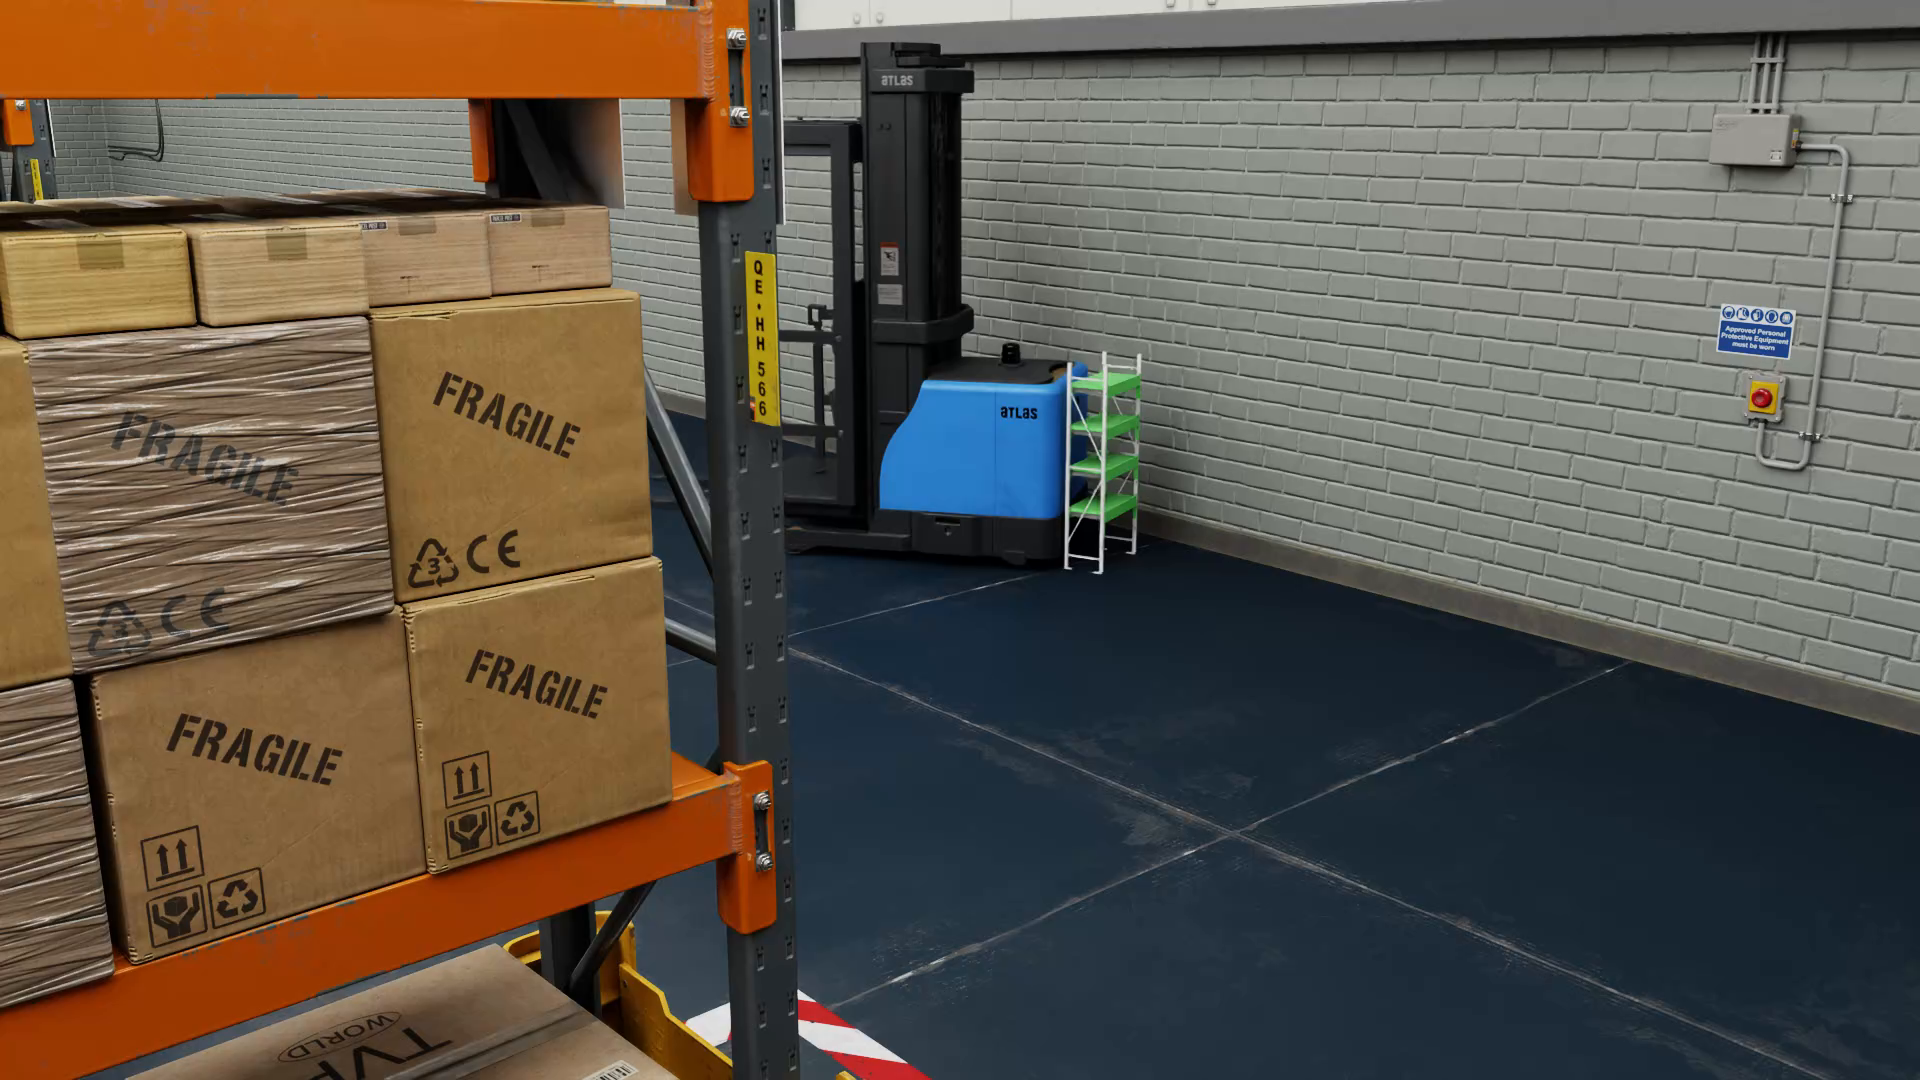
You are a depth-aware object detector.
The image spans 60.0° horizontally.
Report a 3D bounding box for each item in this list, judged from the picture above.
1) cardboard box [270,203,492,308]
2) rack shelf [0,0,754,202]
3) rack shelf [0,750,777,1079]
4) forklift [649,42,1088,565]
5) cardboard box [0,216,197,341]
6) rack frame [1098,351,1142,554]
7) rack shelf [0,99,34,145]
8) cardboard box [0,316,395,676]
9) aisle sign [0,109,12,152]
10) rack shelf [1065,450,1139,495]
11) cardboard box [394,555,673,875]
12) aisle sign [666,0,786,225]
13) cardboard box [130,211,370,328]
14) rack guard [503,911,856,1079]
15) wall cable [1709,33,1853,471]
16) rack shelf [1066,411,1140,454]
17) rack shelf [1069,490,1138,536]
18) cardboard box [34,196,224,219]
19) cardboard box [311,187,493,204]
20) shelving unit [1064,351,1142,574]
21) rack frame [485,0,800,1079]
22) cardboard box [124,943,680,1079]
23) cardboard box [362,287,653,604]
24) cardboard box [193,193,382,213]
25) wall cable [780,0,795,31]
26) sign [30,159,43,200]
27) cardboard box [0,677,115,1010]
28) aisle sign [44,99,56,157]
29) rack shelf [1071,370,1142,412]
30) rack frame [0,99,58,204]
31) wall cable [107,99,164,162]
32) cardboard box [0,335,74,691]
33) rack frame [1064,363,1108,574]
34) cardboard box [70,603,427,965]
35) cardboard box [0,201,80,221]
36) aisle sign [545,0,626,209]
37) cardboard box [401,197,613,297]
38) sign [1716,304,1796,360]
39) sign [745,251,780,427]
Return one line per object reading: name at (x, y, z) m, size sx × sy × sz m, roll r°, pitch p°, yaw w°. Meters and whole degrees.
cardboard box at (-1.038, -0.513, 2.971) m, size 0.250 × 0.149 × 0.380 m, roll -12°, pitch 19°, yaw -38°
rack shelf at (-2.232, -0.579, 2.186) m, size 4.000 × 0.370 × 1.077 m, roll -13°, pitch 19°, yaw -39°
rack shelf at (-2.232, 0.870, 2.573) m, size 4.000 × 0.370 × 1.077 m, roll -13°, pitch 19°, yaw -39°
forklift at (-0.778, -1.457, 10.024) m, size 3.031 × 2.935 × 1.130 m, roll 4°, pitch 15°, yaw 14°
cardboard box at (-1.395, -0.418, 2.616) m, size 0.250 × 0.149 × 0.380 m, roll -12°, pitch 19°, yaw -38°
rack frame at (0.944, -0.510, 9.836) m, size 0.240 × 1.200 × 0.015 m, roll 8°, pitch 17°, yaw 27°
rack shelf at (-5.558, -1.525, 5.730) m, size 4.000 × 0.370 × 1.077 m, roll -13°, pitch 19°, yaw -39°
cardboard box at (-1.306, -0.125, 2.774) m, size 0.500 × 0.500 × 0.500 m, roll -13°, pitch 19°, yaw -39°
aisle sign at (-4.191, -2.089, 7.222) m, size 0.004 × 0.787 × 0.394 m, roll -13°, pitch 19°, yaw -39°
rack shelf at (0.828, -0.393, 9.645) m, size 0.258 × 0.148 × 0.480 m, roll 8°, pitch 17°, yaw 27°
cardboard box at (-0.913, 0.269, 3.237) m, size 0.500 × 0.500 × 0.500 m, roll -13°, pitch 19°, yaw -39°
aisle sign at (-0.465, -1.024, 3.233) m, size 0.004 × 0.787 × 0.394 m, roll -13°, pitch 19°, yaw -39°
cardboard box at (-1.178, -0.453, 2.746) m, size 0.250 × 0.149 × 0.380 m, roll -13°, pitch 20°, yaw -40°
rack guard at (-0.705, 1.388, 4.086) m, size 0.348 × 0.500 × 1.175 m, roll -13°, pitch 19°, yaw -39°
wall cable at (3.515, -1.282, 7.206) m, size 0.123 × 1.953 × 0.585 m, roll -13°, pitch 19°, yaw -39°
rack shelf at (0.828, -0.625, 9.583) m, size 0.258 × 0.148 × 0.480 m, roll 8°, pitch 17°, yaw 27°
rack shelf at (0.828, -0.161, 9.707) m, size 0.258 × 0.148 × 0.480 m, roll 8°, pitch 17°, yaw 27°
cardboard box at (-1.595, -0.575, 3.200) m, size 0.250 × 0.149 × 0.380 m, roll -12°, pitch 19°, yaw -38°
cardboard box at (-1.173, -0.654, 3.500) m, size 0.250 × 0.149 × 0.380 m, roll -12°, pitch 19°, yaw -38°
shelving unit at (0.828, -0.455, 9.628) m, size 0.258 × 1.200 × 0.503 m, roll 8°, pitch 17°, yaw 27°
rack frame at (-0.721, 0.185, 3.746) m, size 0.053 × 2.616 × 0.949 m, roll -13°, pitch 19°, yaw -39°
cardboard box at (-1.155, 1.350, 3.534) m, size 0.875 × 0.438 × 0.875 m, roll -14°, pitch 20°, yaw -41°
cardboard box at (-0.931, -0.219, 3.127) m, size 0.500 × 0.500 × 0.500 m, roll -12°, pitch 19°, yaw -38°
cardboard box at (-1.324, -0.596, 3.281) m, size 0.250 × 0.149 × 0.380 m, roll -12°, pitch 19°, yaw -38°
wall cable at (-0.700, -6.485, 10.856) m, size 0.120 × 5.999 × 2.277 m, roll -13°, pitch 19°, yaw -39°
sign at (-3.700, -1.363, 6.685) m, size 0.005 × 0.325 × 0.100 m, roll -13°, pitch 19°, yaw -39°
cardboard box at (-1.683, 0.440, 2.596) m, size 0.500 × 0.500 × 0.500 m, roll -12°, pitch 19°, yaw -38°
aisle sign at (-3.797, -1.972, 6.784) m, size 0.004 × 0.787 × 0.394 m, roll -13°, pitch 19°, yaw -39°
rack shelf at (0.828, -0.857, 9.521) m, size 0.258 × 0.148 × 0.480 m, roll 8°, pitch 17°, yaw 27°
rack frame at (-4.049, -0.763, 7.292) m, size 0.127 × 3.000 × 1.000 m, roll -13°, pitch 19°, yaw -39°
wall cable at (-12.482, -6.925, 24.755) m, size 0.112 × 2.526 × 3.097 m, roll -13°, pitch 19°, yaw -39°
cardboard box at (-1.681, -0.042, 2.463) m, size 0.500 × 0.500 × 0.500 m, roll -13°, pitch 20°, yaw -40°
rack frame at (0.712, -0.400, 9.421) m, size 0.240 × 1.200 × 0.015 m, roll 8°, pitch 17°, yaw 27°
cardboard box at (-1.302, 0.351, 2.929) m, size 0.500 × 0.500 × 0.500 m, roll -13°, pitch 20°, yaw -41°
cardboard box at (-1.782, -0.526, 3.020) m, size 0.250 × 0.149 × 0.380 m, roll -13°, pitch 20°, yaw -41°
aisle sign at (-0.859, -1.141, 3.670) m, size 0.004 × 0.787 × 0.394 m, roll -13°, pitch 19°, yaw -39°
cardboard box at (-0.862, -0.561, 3.149) m, size 0.250 × 0.149 × 0.380 m, roll -12°, pitch 19°, yaw -39°
sign at (3.530, -0.926, 7.381) m, size 0.001 × 0.218 × 0.327 m, roll -13°, pitch 19°, yaw -39°
sign at (-0.377, -0.382, 3.164) m, size 0.005 × 0.325 × 0.100 m, roll -13°, pitch 19°, yaw -39°
